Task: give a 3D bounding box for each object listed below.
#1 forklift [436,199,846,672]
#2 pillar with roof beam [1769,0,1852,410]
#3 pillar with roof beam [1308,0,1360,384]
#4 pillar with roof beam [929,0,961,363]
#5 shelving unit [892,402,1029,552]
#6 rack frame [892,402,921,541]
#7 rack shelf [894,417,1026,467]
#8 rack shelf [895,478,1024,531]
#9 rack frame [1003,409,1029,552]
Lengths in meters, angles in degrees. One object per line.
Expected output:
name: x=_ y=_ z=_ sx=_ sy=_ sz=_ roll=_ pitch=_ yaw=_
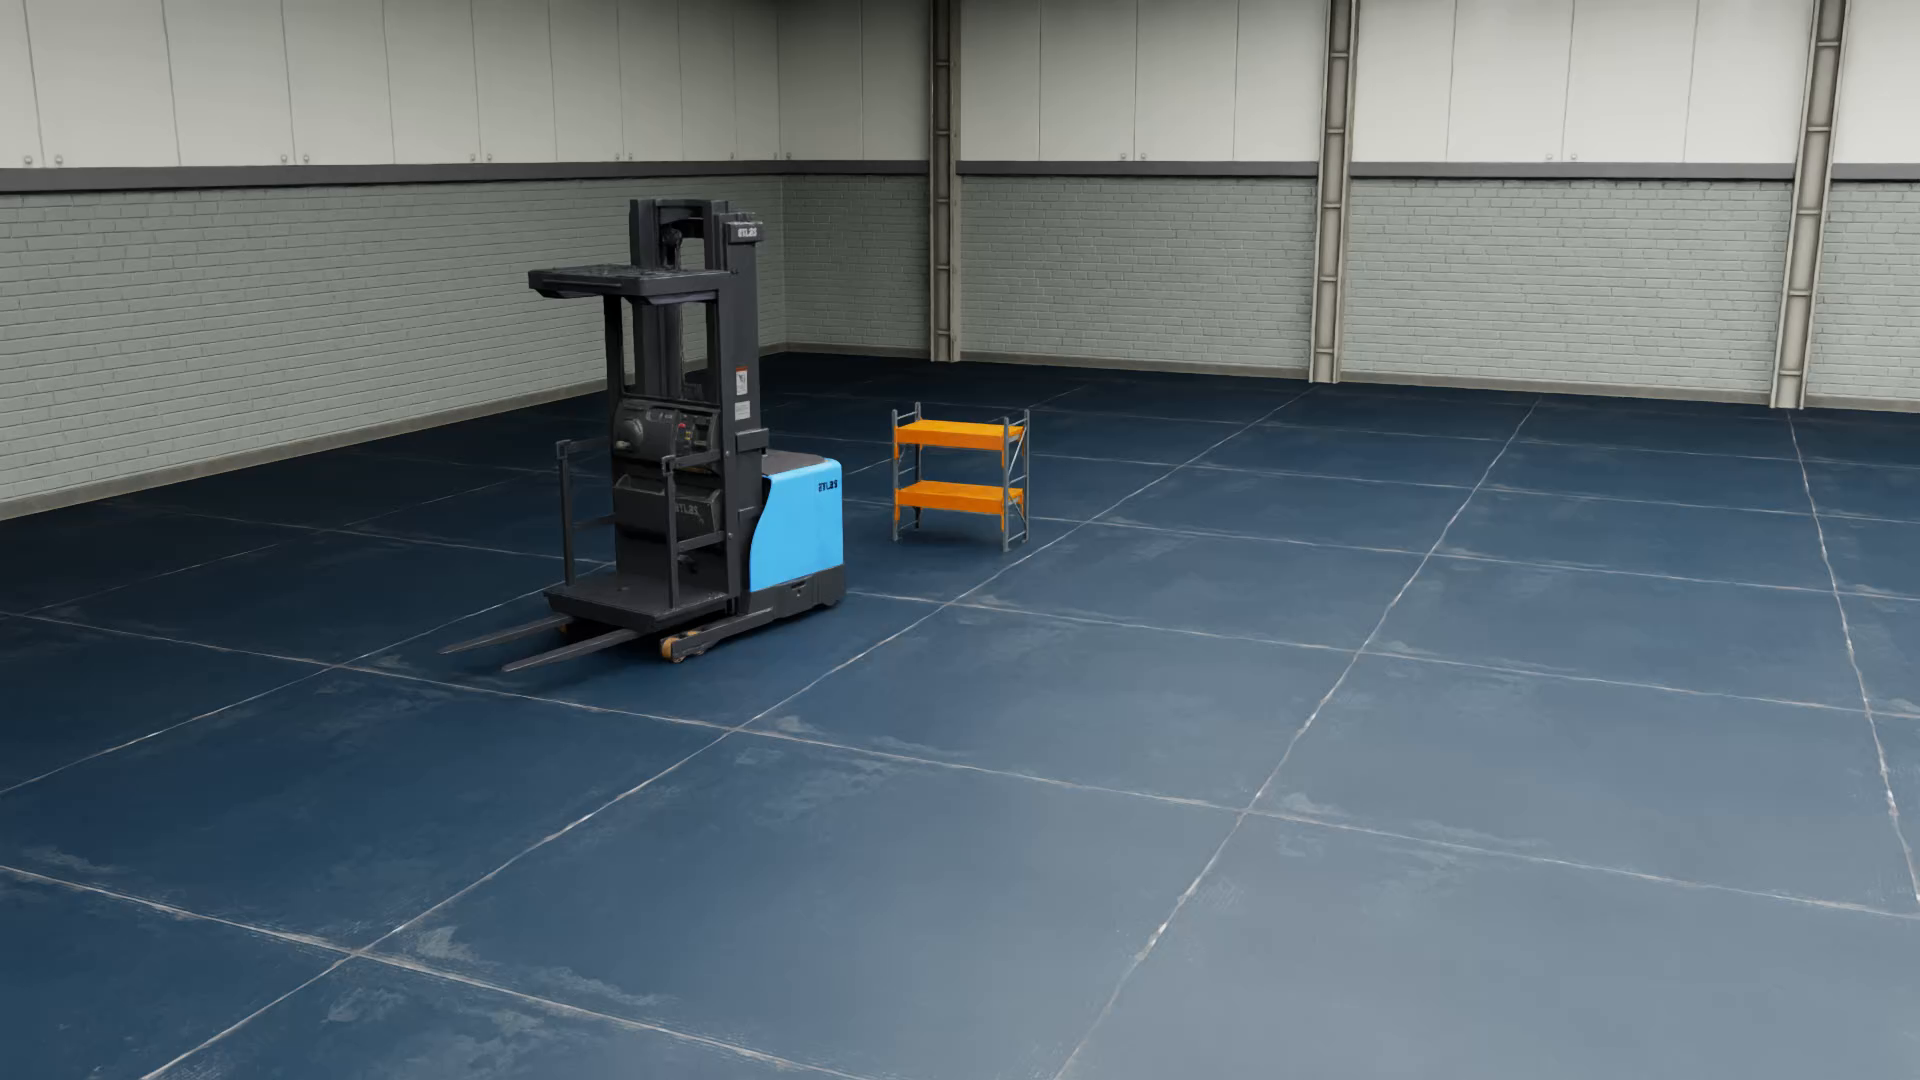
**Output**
forklift: x=-2.106 y=-0.751 z=11.041 sx=1.130 sy=2.935 sz=3.031 roll=9 pitch=16 yaw=34
pillar with roof beam: x=9.000 y=-5.212 z=16.766 sx=0.400 sy=9.000 sz=9.100 roll=6 pitch=14 yaw=23
pillar with roof beam: x=3.514 y=-5.767 z=19.132 sx=0.400 sy=9.000 sz=9.100 roll=6 pitch=14 yaw=23
pillar with roof beam: x=-1.971 y=-6.322 z=21.498 sx=0.400 sy=9.000 sz=9.100 roll=6 pitch=14 yaw=23
shelving unit: x=0.006 y=-0.547 z=14.124 sx=1.048 sy=1.125 sz=0.538 roll=6 pitch=14 yaw=23
rack frame: x=-0.459 y=-0.594 z=14.324 sx=0.032 sy=1.125 sz=0.500 roll=6 pitch=14 yaw=23
rack shelf: x=0.006 y=-0.832 z=14.057 sx=1.000 sy=0.278 sz=0.538 roll=6 pitch=14 yaw=23
rack shelf: x=0.006 y=-0.309 z=14.180 sx=1.000 sy=0.278 sz=0.538 roll=6 pitch=14 yaw=23
rack frame: x=0.471 y=-0.500 z=13.923 sx=0.032 sy=1.125 sz=0.500 roll=6 pitch=14 yaw=23
